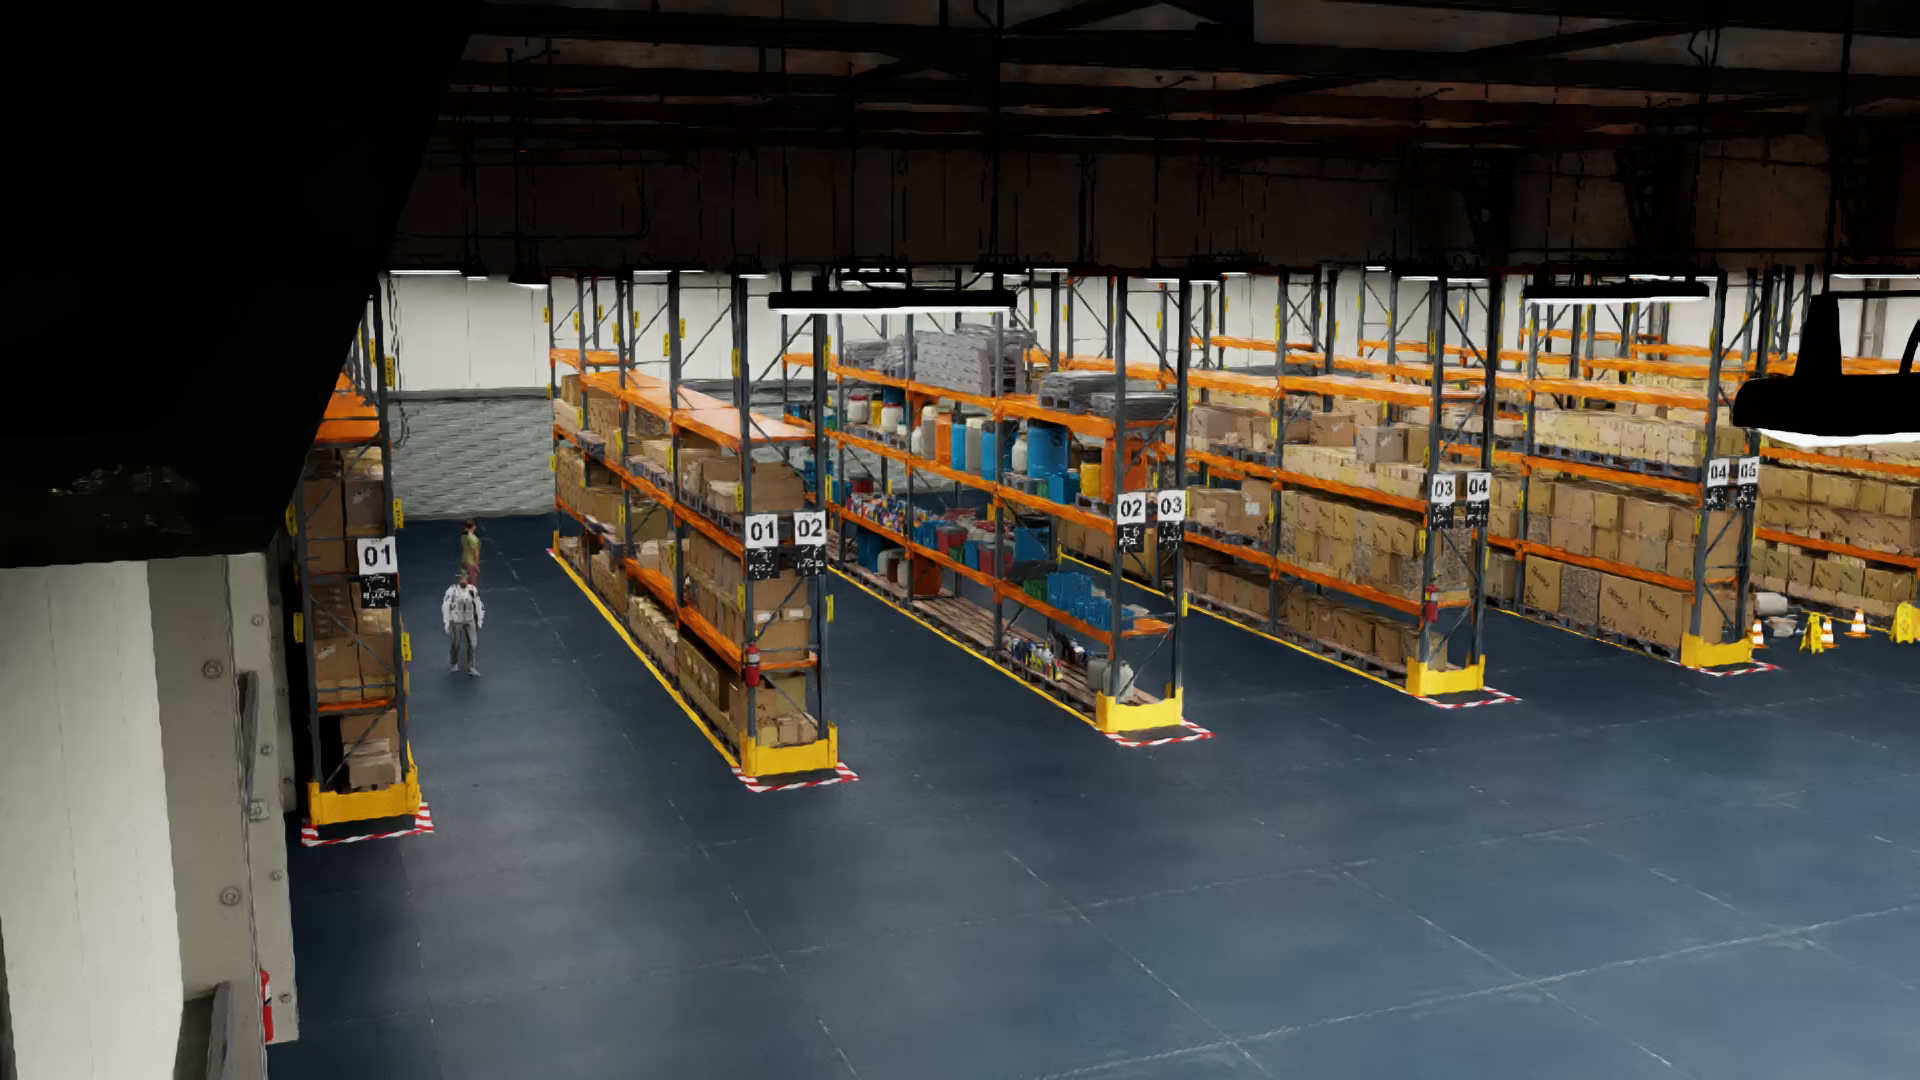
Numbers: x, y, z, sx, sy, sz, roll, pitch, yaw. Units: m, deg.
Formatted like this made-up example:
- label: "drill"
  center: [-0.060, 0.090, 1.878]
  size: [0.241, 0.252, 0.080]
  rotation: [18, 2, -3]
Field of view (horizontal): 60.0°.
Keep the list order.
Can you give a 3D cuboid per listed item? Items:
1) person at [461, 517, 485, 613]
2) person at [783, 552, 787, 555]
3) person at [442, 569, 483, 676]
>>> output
- label: "person"
  center: [-8.552, 0.429, 29.251]
  size: [0.457, 1.675, 0.532]
  rotation: [-10, 14, -44]
- label: "person"
  center: [-3.249, 0.623, 28.178]
  size: [0.719, 1.713, 0.578]
  rotation: [-4, 11, -23]
- label: "person"
  center: [-7.510, 1.198, 25.055]
  size: [0.616, 1.645, 0.656]
  rotation: [-6, 11, -29]
